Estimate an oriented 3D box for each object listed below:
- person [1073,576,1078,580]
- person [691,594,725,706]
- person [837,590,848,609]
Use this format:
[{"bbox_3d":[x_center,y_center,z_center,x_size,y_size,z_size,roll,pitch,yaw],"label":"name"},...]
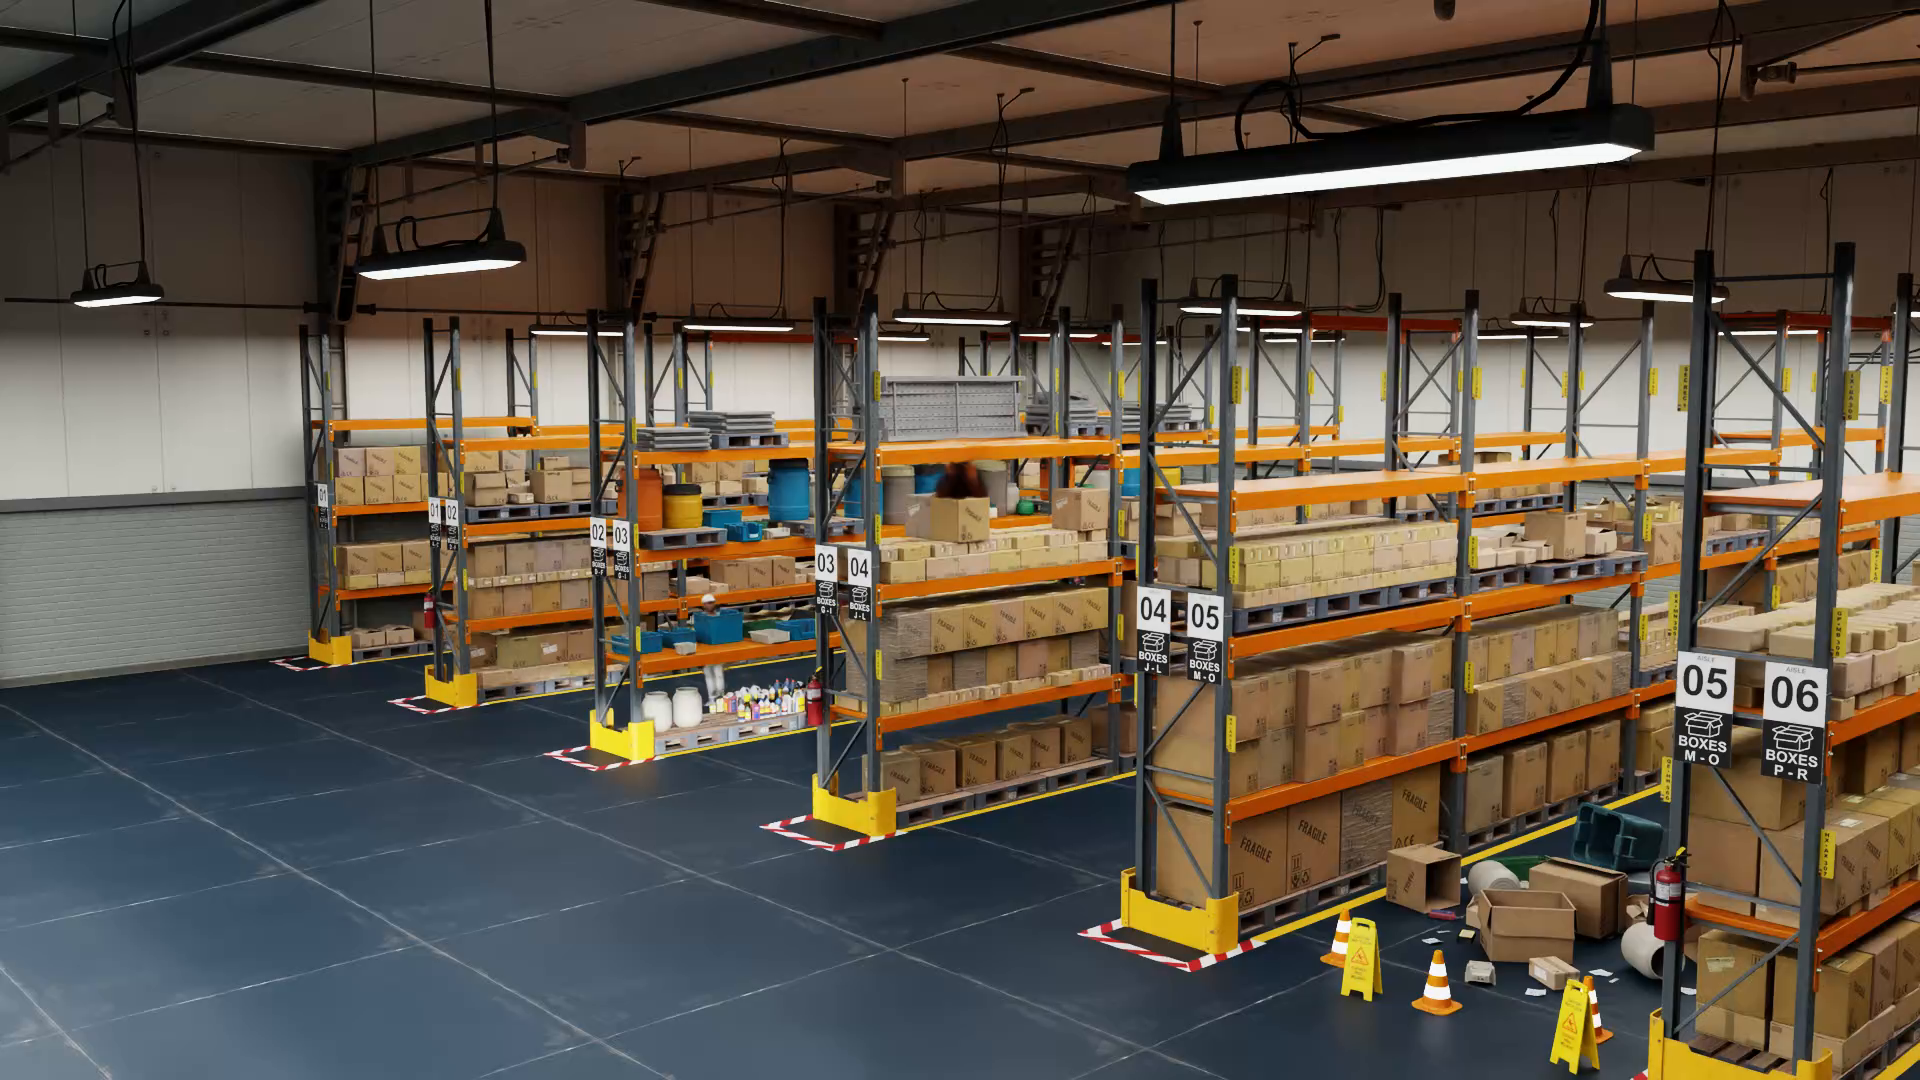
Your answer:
[{"bbox_3d":[2.651,0.281,40.347,0.557,1.626,1.015,-3,7,-29],"label":"person"},{"bbox_3d":[-3.844,1.714,25.565,0.599,1.763,0.646,1,6,9],"label":"person"},{"bbox_3d":[-2.331,0.881,33.582,1.054,1.730,0.646,-6,8,-44],"label":"person"}]
